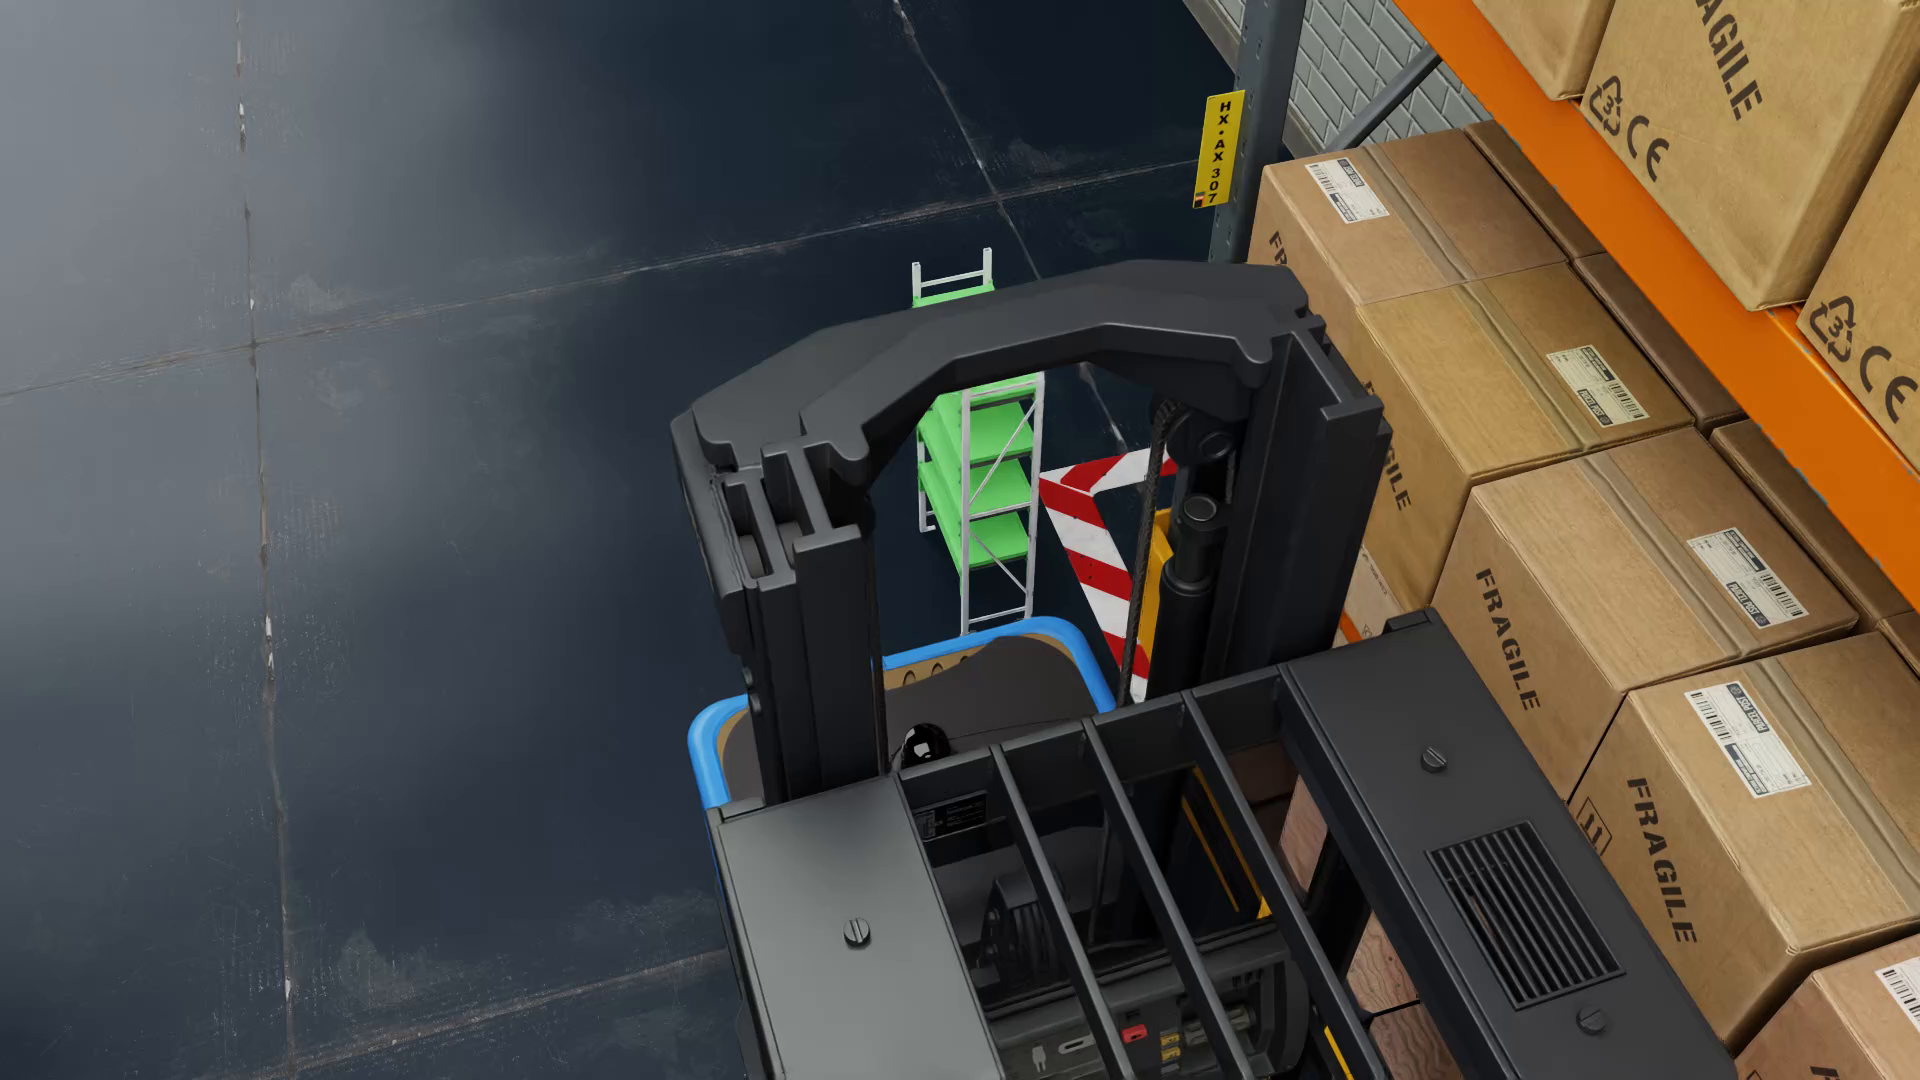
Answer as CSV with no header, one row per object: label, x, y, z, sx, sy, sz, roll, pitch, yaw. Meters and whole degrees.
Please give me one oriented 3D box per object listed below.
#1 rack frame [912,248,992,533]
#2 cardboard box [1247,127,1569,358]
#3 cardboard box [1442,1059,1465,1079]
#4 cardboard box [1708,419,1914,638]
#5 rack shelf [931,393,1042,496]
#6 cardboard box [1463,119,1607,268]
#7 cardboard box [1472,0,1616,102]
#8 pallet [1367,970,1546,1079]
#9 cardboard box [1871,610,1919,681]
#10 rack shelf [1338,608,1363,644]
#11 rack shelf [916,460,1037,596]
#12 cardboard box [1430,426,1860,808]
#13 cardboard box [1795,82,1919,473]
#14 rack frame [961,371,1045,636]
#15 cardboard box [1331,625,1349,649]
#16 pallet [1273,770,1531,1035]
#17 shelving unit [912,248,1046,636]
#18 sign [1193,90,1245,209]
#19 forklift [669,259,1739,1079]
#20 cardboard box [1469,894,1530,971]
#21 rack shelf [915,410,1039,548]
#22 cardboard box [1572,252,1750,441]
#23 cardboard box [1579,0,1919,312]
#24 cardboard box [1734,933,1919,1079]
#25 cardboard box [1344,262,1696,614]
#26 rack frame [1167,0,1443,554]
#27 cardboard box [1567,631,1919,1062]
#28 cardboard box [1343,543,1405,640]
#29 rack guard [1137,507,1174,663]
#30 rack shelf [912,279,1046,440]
rack frame,-0.023,-0.444,5.340,0.240,1.200,0.015,-13,51,-11
cardboard box,0.999,-0.566,3.860,0.500,0.500,0.500,-13,51,-11
cardboard box,1.601,1.370,3.980,0.700,0.500,0.500,-16,52,-13
cardboard box,1.783,0.060,3.332,0.500,0.500,0.500,-15,51,-12
rack shelf,0.049,-0.379,5.055,0.258,0.148,0.480,-13,51,-11
cardboard box,1.487,-0.687,3.961,0.500,0.500,0.500,-14,51,-11
cardboard box,1.129,-1.087,2.664,0.500,0.500,0.500,-10,51,-9
pallet,1.731,1.662,4.211,1.003,0.211,1.213,-13,51,-11
cardboard box,1.932,0.428,3.022,0.500,0.500,0.500,-13,51,-10
rack shelf,1.736,0.910,3.492,1.077,0.370,4.000,-13,51,-11
rack shelf,0.049,-0.070,5.422,0.258,0.148,0.480,-13,51,-11
cardboard box,1.282,0.176,3.234,0.500,0.500,0.500,-15,51,-12
cardboard box,1.465,-0.323,2.020,0.500,0.500,0.500,-10,51,-9
rack frame,0.121,-0.088,5.039,0.240,1.200,0.015,-13,51,-11
cardboard box,1.263,0.468,4.865,0.500,0.311,0.500,-19,52,-15
pallet,1.374,0.773,4.961,1.003,0.211,1.213,-13,51,-11
shelving unit,0.049,-0.266,5.189,0.258,1.200,0.503,-13,51,-11
sign,0.626,-0.939,4.014,0.100,0.325,0.005,-13,51,-11
forklift,0.273,1.110,2.898,1.130,2.935,3.031,-14,51,-12
cardboard box,1.432,0.884,4.514,0.500,0.311,0.500,-10,51,-8
rack shelf,0.049,-0.225,5.238,0.258,0.148,0.480,-13,51,-11
cardboard box,1.626,-0.317,3.650,0.500,0.500,0.500,-13,51,-10
cardboard box,1.287,-0.709,2.345,0.500,0.500,0.500,-11,51,-9
cardboard box,1.601,0.930,2.599,0.500,0.500,0.500,-15,51,-12
cardboard box,1.135,-0.203,3.554,0.500,0.500,0.500,-13,51,-11
rack frame,1.145,-0.783,4.448,1.000,3.000,0.127,-13,51,-11
cardboard box,1.446,0.550,2.919,0.500,0.500,0.500,-12,51,-10
cardboard box,1.153,0.063,3.820,0.500,0.250,0.500,-15,51,-12
rack guard,1.167,0.078,5.357,1.175,0.500,0.348,-13,51,-11
rack shelf,0.049,-0.534,4.871,0.258,0.148,0.480,-13,51,-11
